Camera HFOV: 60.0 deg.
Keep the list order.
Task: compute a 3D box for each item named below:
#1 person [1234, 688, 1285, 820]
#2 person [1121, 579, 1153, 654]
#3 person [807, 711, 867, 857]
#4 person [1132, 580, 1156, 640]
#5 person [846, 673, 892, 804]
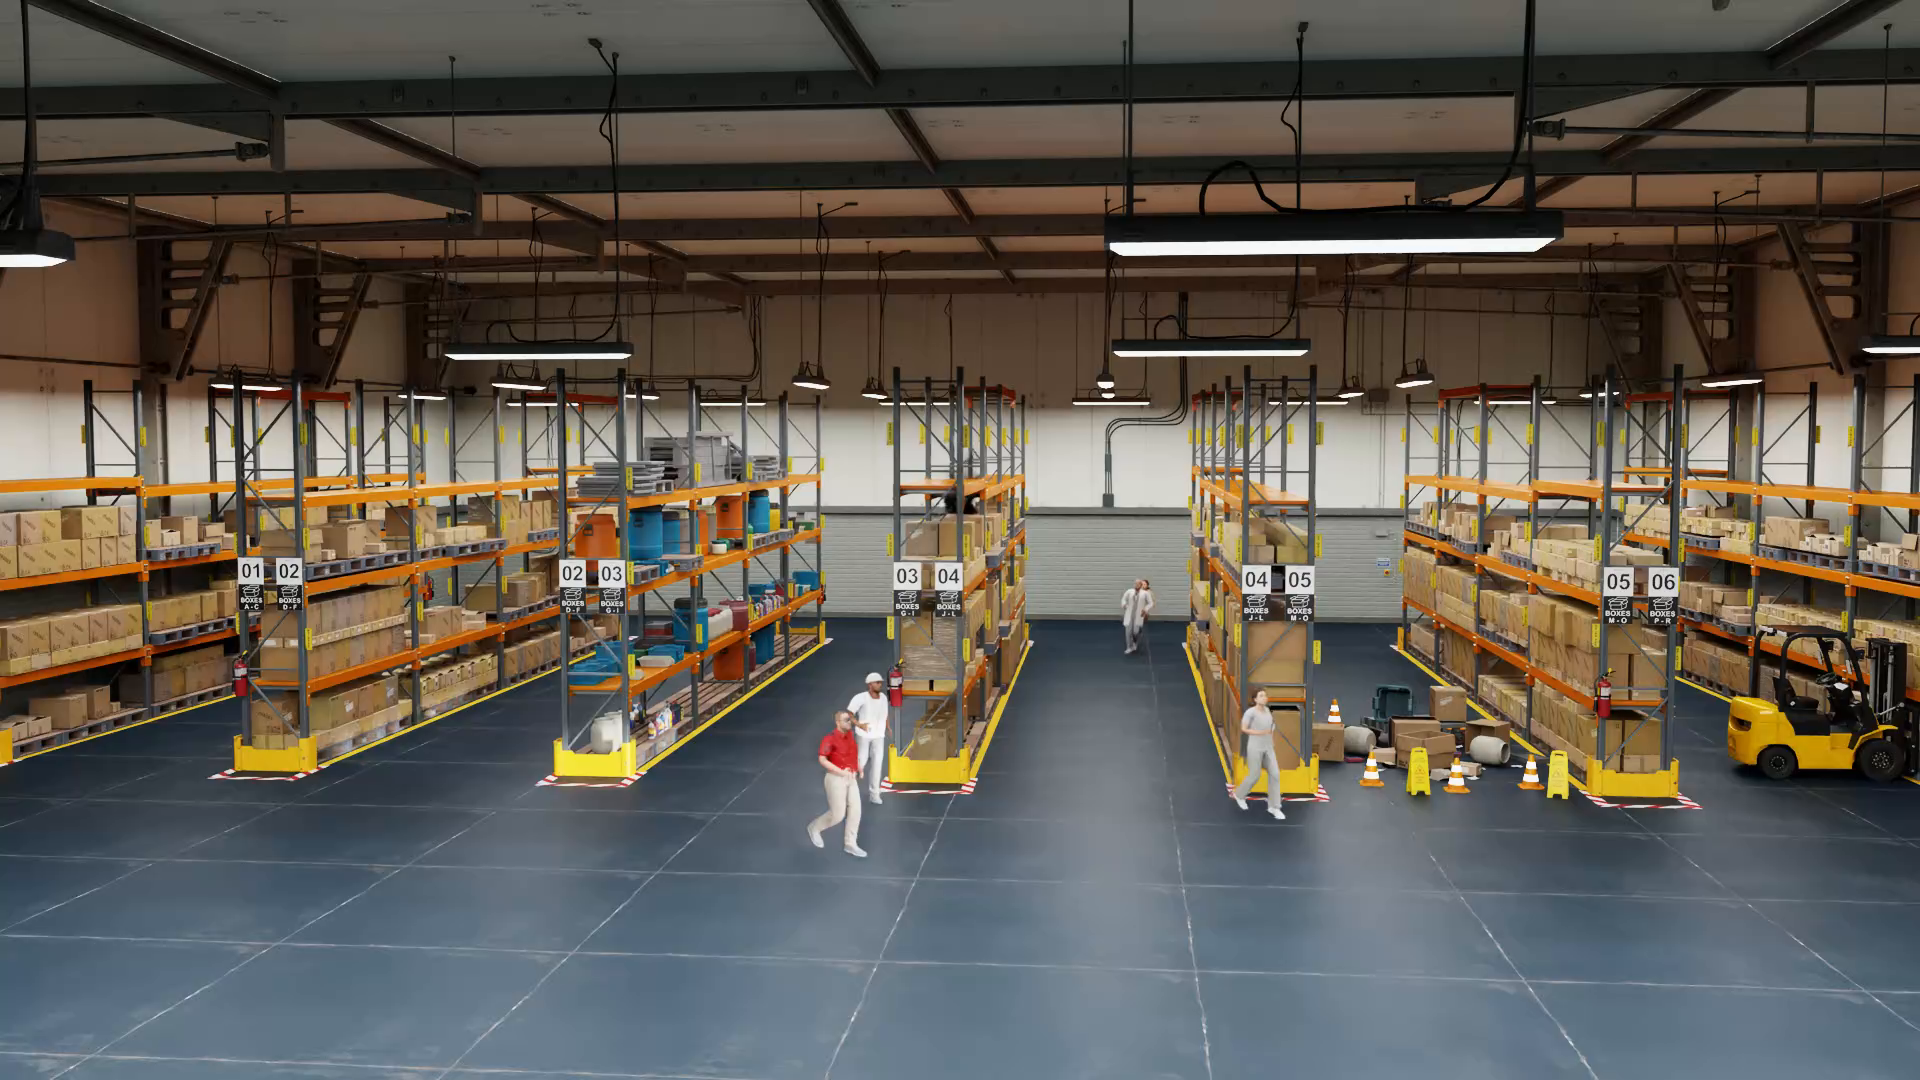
[{"bbox_3d":[3.945,2.792,21.957,0.570,1.693,0.842,-2,4,-29],"label":"person"},{"bbox_3d":[4.062,1.762,38.367,0.732,1.725,0.673,1,4,18],"label":"person"},{"bbox_3d":[-1.455,2.913,20.001,0.794,1.731,0.689,2,4,35],"label":"person"},{"bbox_3d":[4.344,1.737,39.679,0.724,1.599,0.587,2,4,30],"label":"person"},{"bbox_3d":[-1.213,2.697,22.912,0.763,1.727,0.965,-2,4,-35],"label":"person"}]
